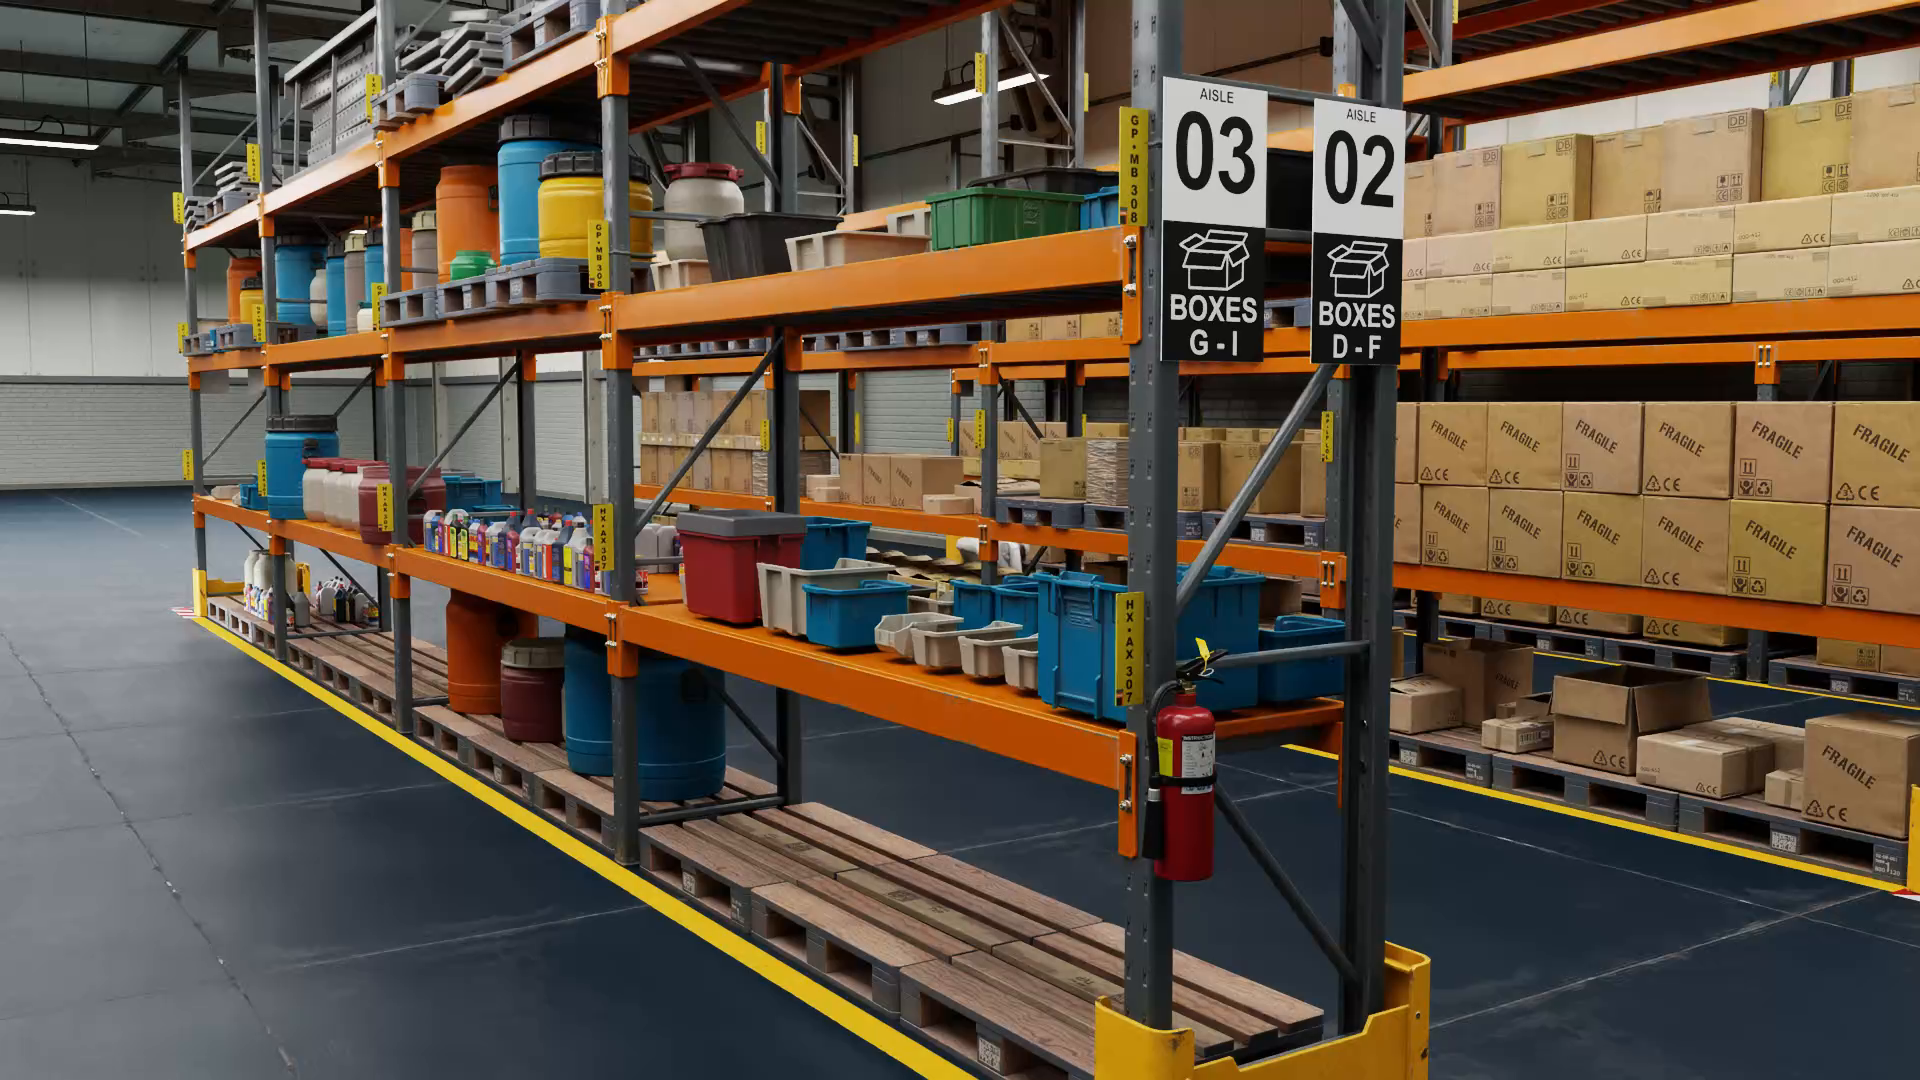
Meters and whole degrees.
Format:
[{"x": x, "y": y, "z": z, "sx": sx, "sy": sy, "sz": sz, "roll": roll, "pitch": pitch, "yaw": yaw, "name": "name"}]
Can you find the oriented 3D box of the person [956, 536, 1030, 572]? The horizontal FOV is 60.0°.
[{"x": 0.407, "y": 0.309, "z": 18.965, "sx": 0.977, "sy": 0.907, "sz": 0.515, "roll": -3, "pitch": 6, "yaw": -36, "name": "person"}]
